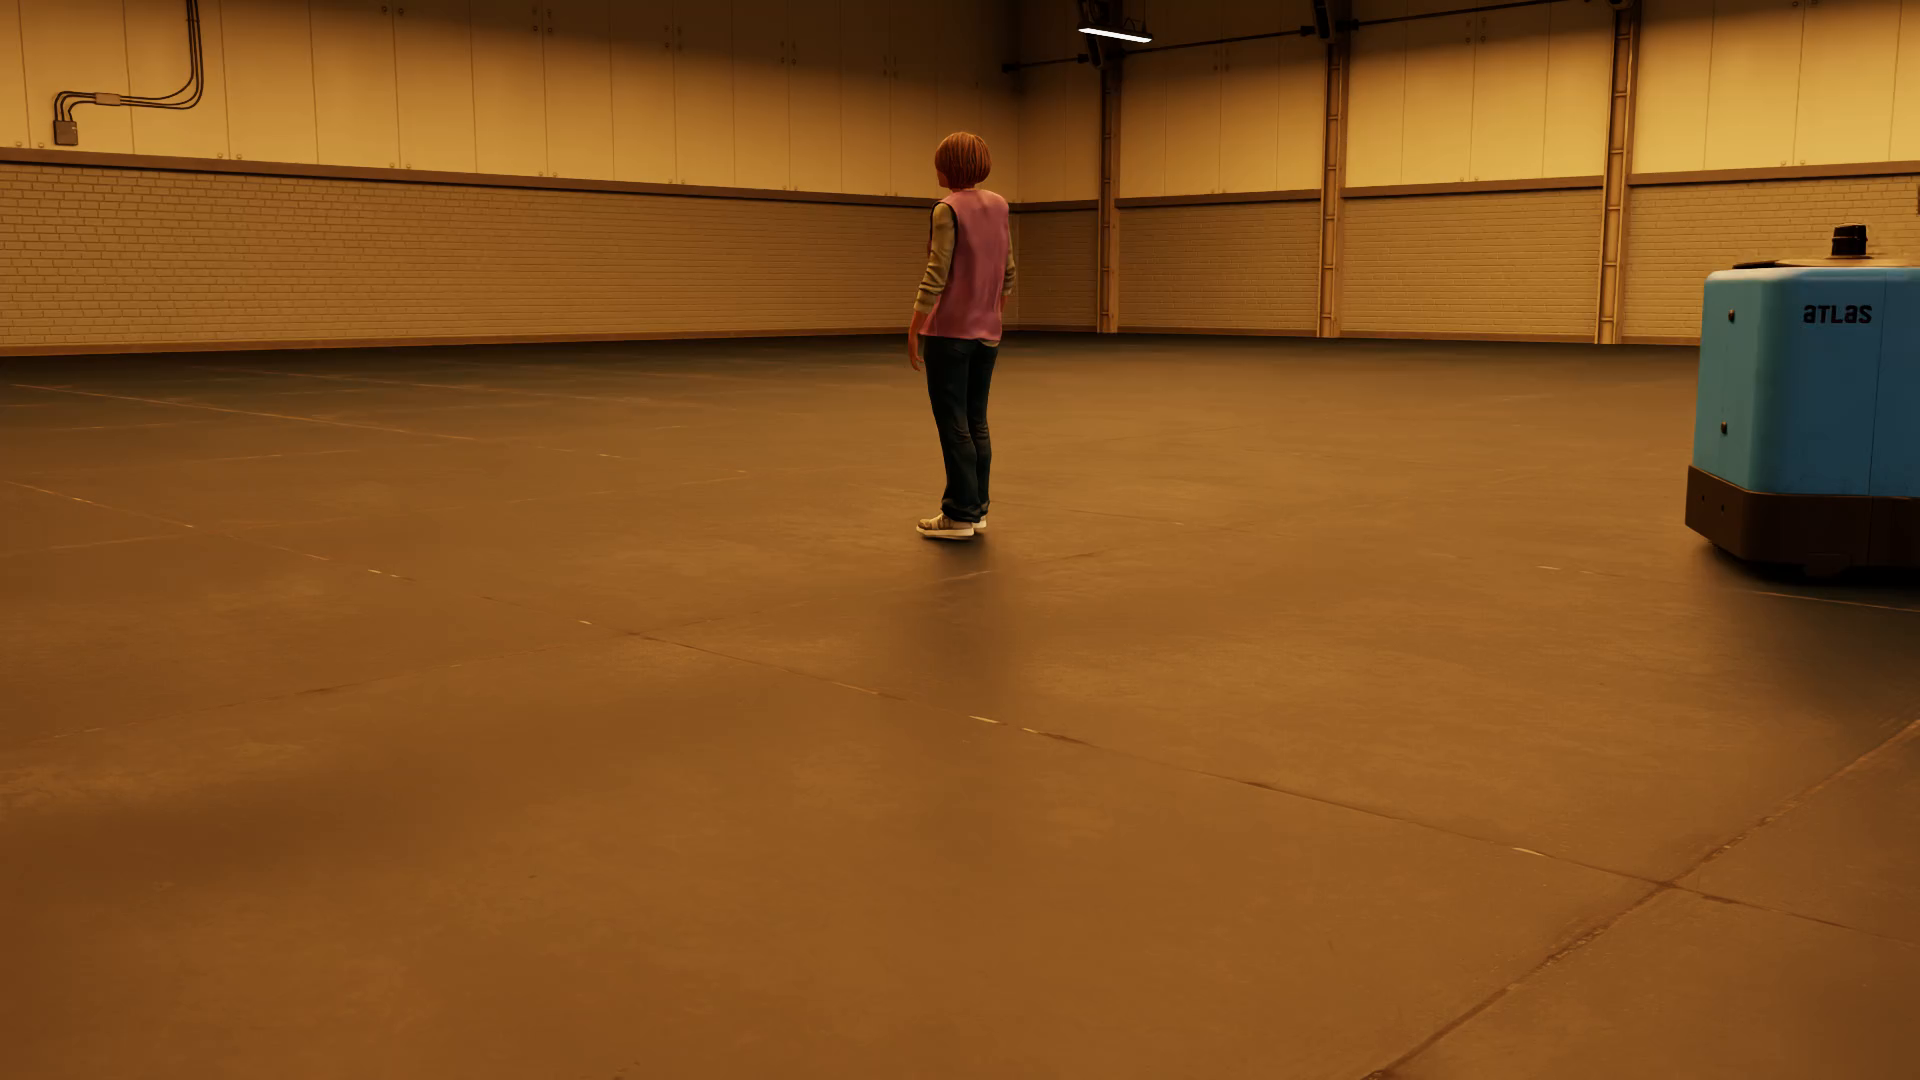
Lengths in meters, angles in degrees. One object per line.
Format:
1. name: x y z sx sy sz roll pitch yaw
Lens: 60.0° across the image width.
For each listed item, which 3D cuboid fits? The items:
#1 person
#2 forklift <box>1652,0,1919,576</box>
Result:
1. person: -0.043 -0.806 6.658 0.475 1.597 0.520 8 12 43
2. forklift: 4.167 -1.334 5.735 3.031 2.935 1.130 2 9 11
